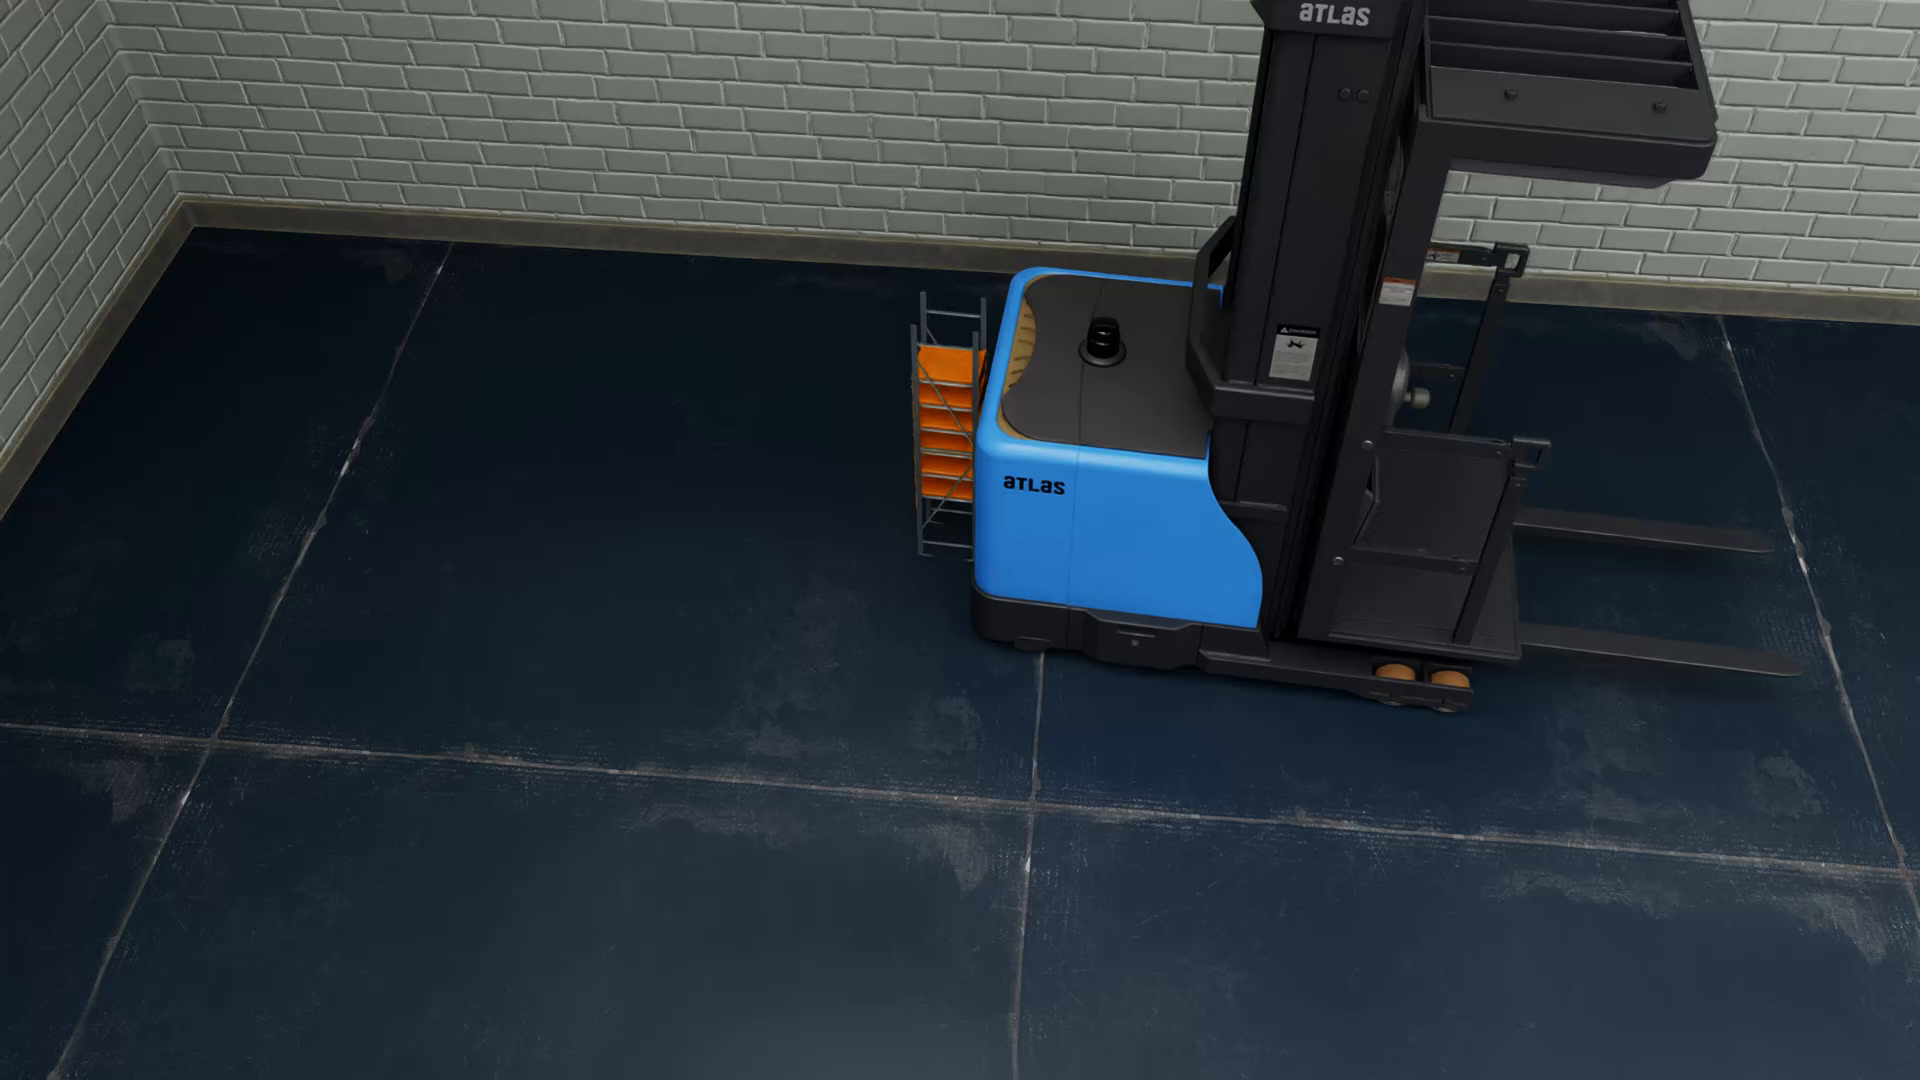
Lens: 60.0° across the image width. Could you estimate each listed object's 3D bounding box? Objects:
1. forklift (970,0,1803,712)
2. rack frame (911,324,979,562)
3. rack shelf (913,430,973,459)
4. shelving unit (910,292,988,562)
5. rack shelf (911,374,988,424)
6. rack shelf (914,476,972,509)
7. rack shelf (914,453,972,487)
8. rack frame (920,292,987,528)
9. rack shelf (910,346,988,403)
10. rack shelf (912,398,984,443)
[{"bbox_3d":[1.604,-0.776,5.474,3.031,2.935,1.130,7,48,6],"label":"forklift"},{"bbox_3d":[-0.051,-0.332,6.240,0.240,1.200,0.006,7,48,6],"label":"rack frame"},{"bbox_3d":[-0.036,-0.369,6.334,0.258,0.103,0.180,7,48,6],"label":"rack shelf"},{"bbox_3d":[-0.036,-0.399,6.301,0.258,1.200,0.189,7,48,6],"label":"shelving unit"},{"bbox_3d":[-0.037,-0.531,6.157,0.258,0.103,0.180,7,48,6],"label":"rack shelf"},{"bbox_3d":[-0.035,-0.207,6.511,0.258,0.103,0.180,7,48,6],"label":"rack shelf"},{"bbox_3d":[-0.036,-0.288,6.422,0.258,0.103,0.180,7,48,6],"label":"rack shelf"},{"bbox_3d":[-0.022,-0.466,6.362,0.240,1.200,0.006,7,48,6],"label":"rack frame"},{"bbox_3d":[-0.038,-0.612,6.068,0.258,0.103,0.180,7,48,6],"label":"rack shelf"},{"bbox_3d":[-0.037,-0.450,6.245,0.258,0.103,0.180,7,48,6],"label":"rack shelf"}]
